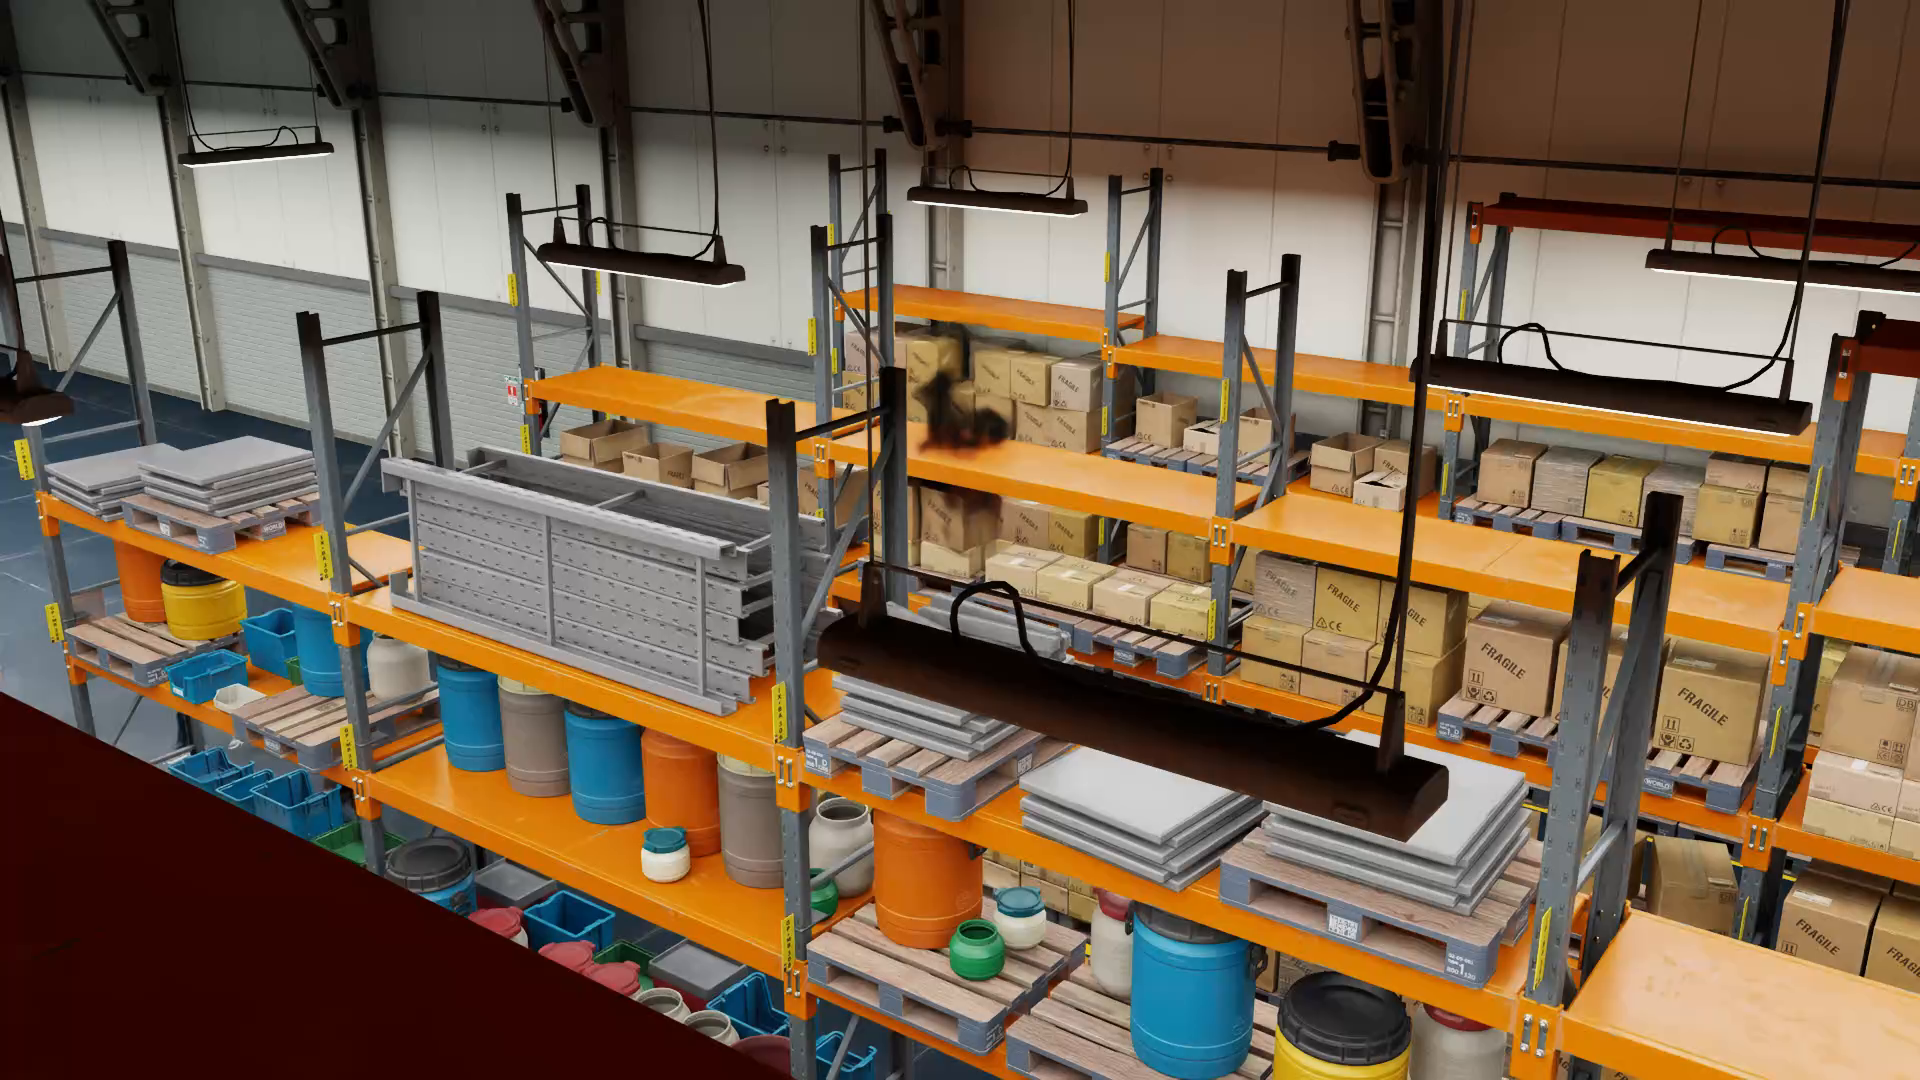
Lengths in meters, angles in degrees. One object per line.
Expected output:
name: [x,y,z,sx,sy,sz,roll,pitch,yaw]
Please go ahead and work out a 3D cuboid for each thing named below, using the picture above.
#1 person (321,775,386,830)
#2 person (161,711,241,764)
person: [-5.797,2.283,15.615,0.679,1.669,0.698,9,20,25]
person: [-8.173,1.591,17.786,0.893,1.586,0.536,-12,22,-31]
